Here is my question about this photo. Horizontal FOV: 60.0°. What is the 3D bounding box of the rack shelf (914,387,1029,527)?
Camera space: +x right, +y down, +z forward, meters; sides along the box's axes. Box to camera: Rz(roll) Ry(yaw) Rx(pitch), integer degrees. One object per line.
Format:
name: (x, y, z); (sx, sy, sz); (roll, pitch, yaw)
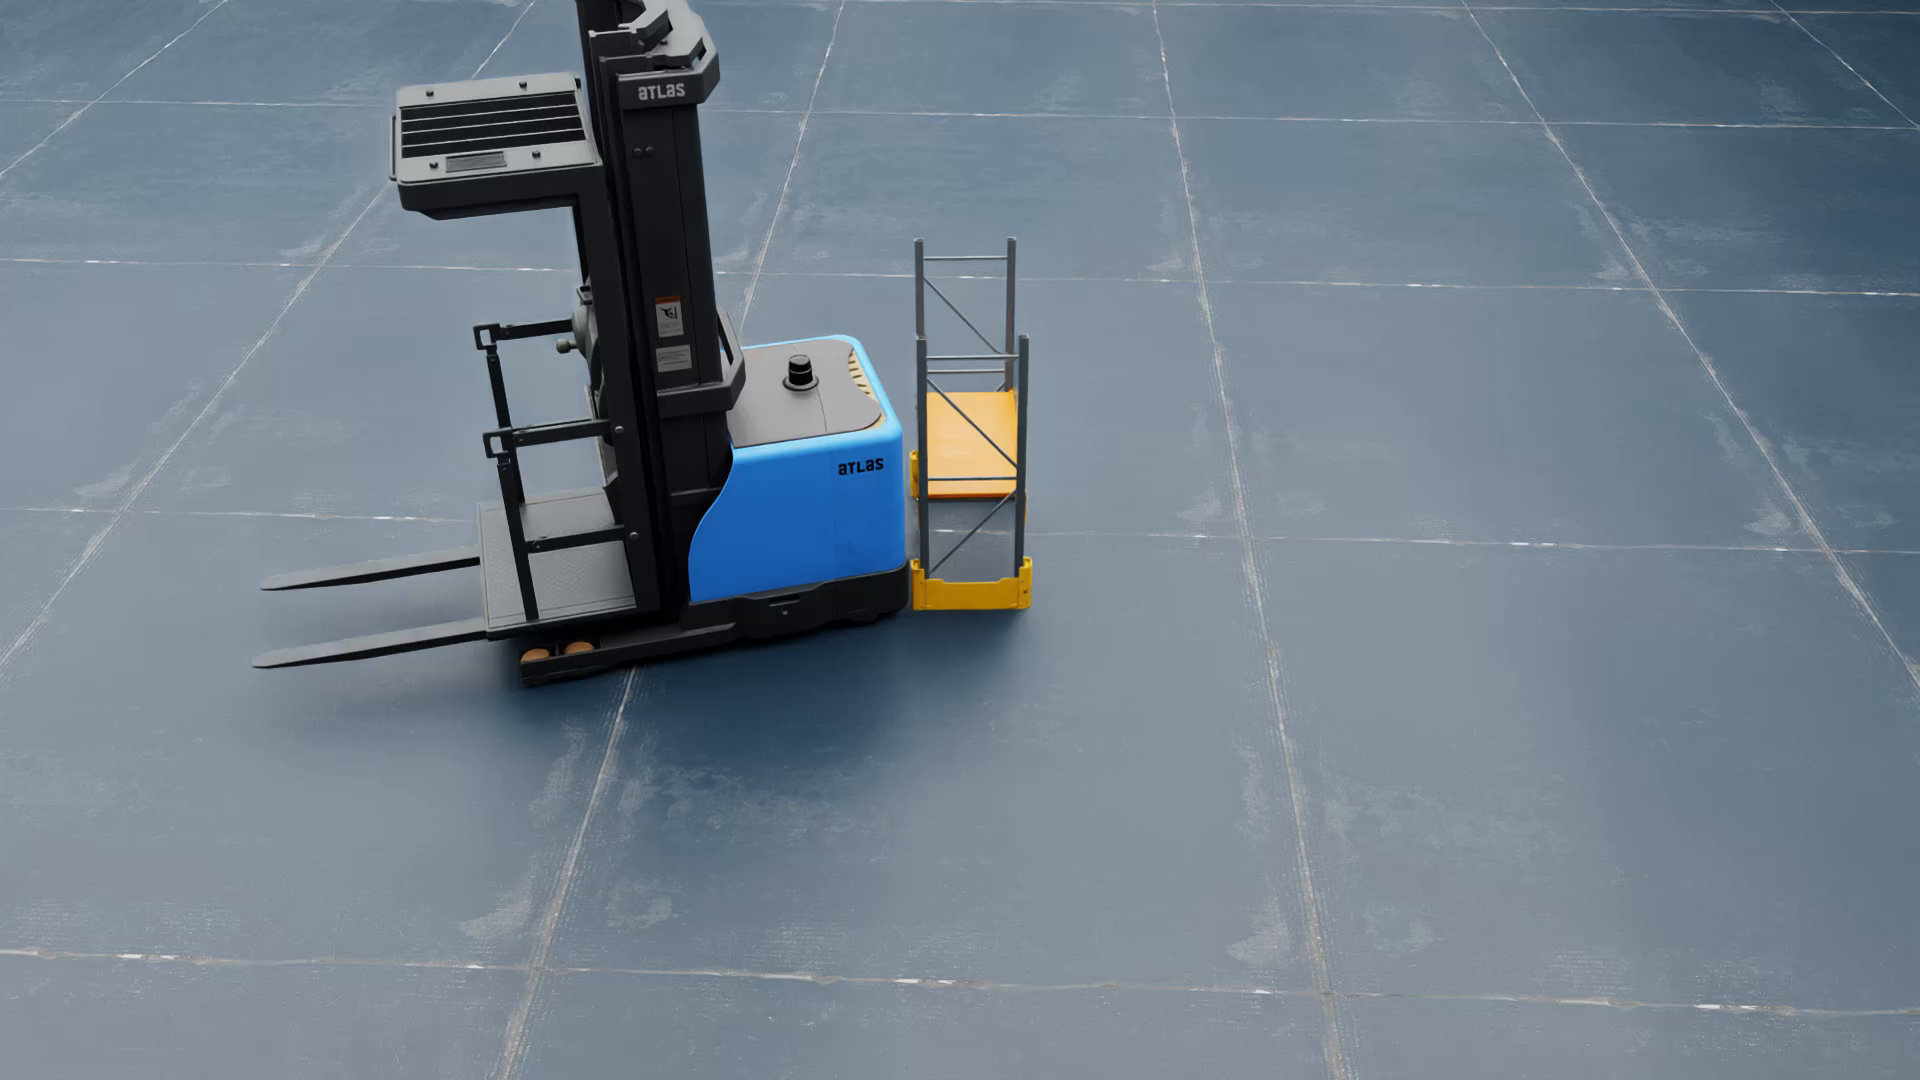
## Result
rack shelf: (0.041, -0.430, 8.316); (0.538, 0.185, 1.000); (-1, 35, -1)

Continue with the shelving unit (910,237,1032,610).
shelving unit: (0.041, -0.582, 8.220); (0.587, 1.500, 1.083); (-1, 35, -1)

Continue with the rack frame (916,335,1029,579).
rack frame: (0.057, -0.285, 7.797); (0.500, 1.500, 0.032); (-1, 35, -1)

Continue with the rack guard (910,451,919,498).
rack guard: (0.026, -0.357, 8.987); (0.587, 0.250, 0.087); (-1, 35, -1)

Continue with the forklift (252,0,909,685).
forklift: (-1.824, -0.865, 7.378); (3.031, 2.935, 1.130); (-9, 36, -13)

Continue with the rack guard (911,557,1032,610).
rack guard: (0.056, 0.215, 8.172); (0.587, 0.250, 0.087); (-1, 35, -1)

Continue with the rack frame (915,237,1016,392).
rack frame: (0.026, -0.869, 8.628); (0.500, 1.500, 0.032); (-1, 35, -1)
